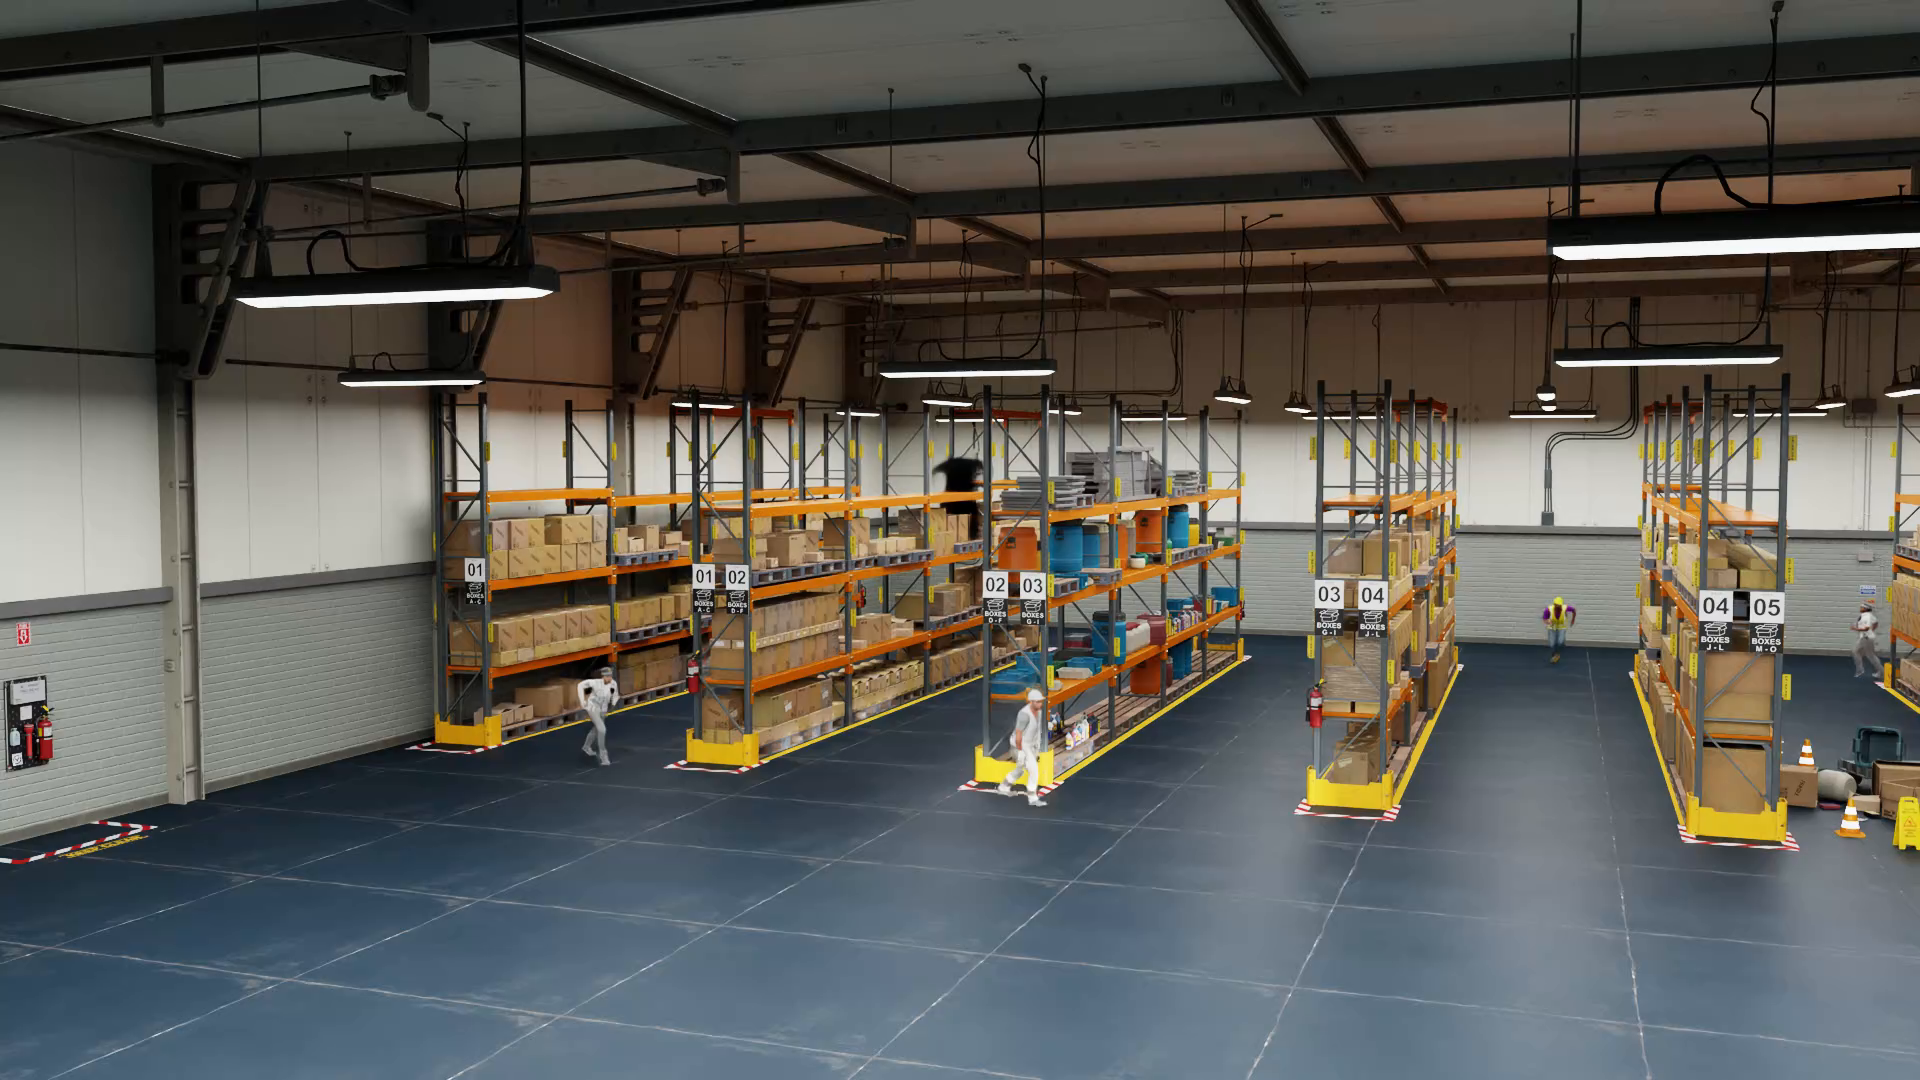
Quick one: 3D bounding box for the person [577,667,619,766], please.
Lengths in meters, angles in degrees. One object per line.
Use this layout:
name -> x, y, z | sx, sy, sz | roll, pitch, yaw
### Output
person -> -5.863, 2.818, 26.758 | 0.658, 1.619, 0.954 | -3, 4, -41

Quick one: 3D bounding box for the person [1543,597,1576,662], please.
person -> 14.104, 2.118, 39.139 | 0.745, 1.583, 0.880 | 1, 3, 16

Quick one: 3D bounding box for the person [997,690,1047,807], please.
person -> 0.844, 2.921, 23.584 | 0.923, 1.673, 0.639 | 2, 4, 35

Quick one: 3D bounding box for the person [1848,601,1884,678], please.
person -> 19.961, 2.216, 36.589 | 0.759, 1.749, 0.559 | 2, 3, 27

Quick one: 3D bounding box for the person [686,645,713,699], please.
person -> -4.612, 2.647, 29.718 | 0.610, 1.554, 0.507 | 0, 3, 4
